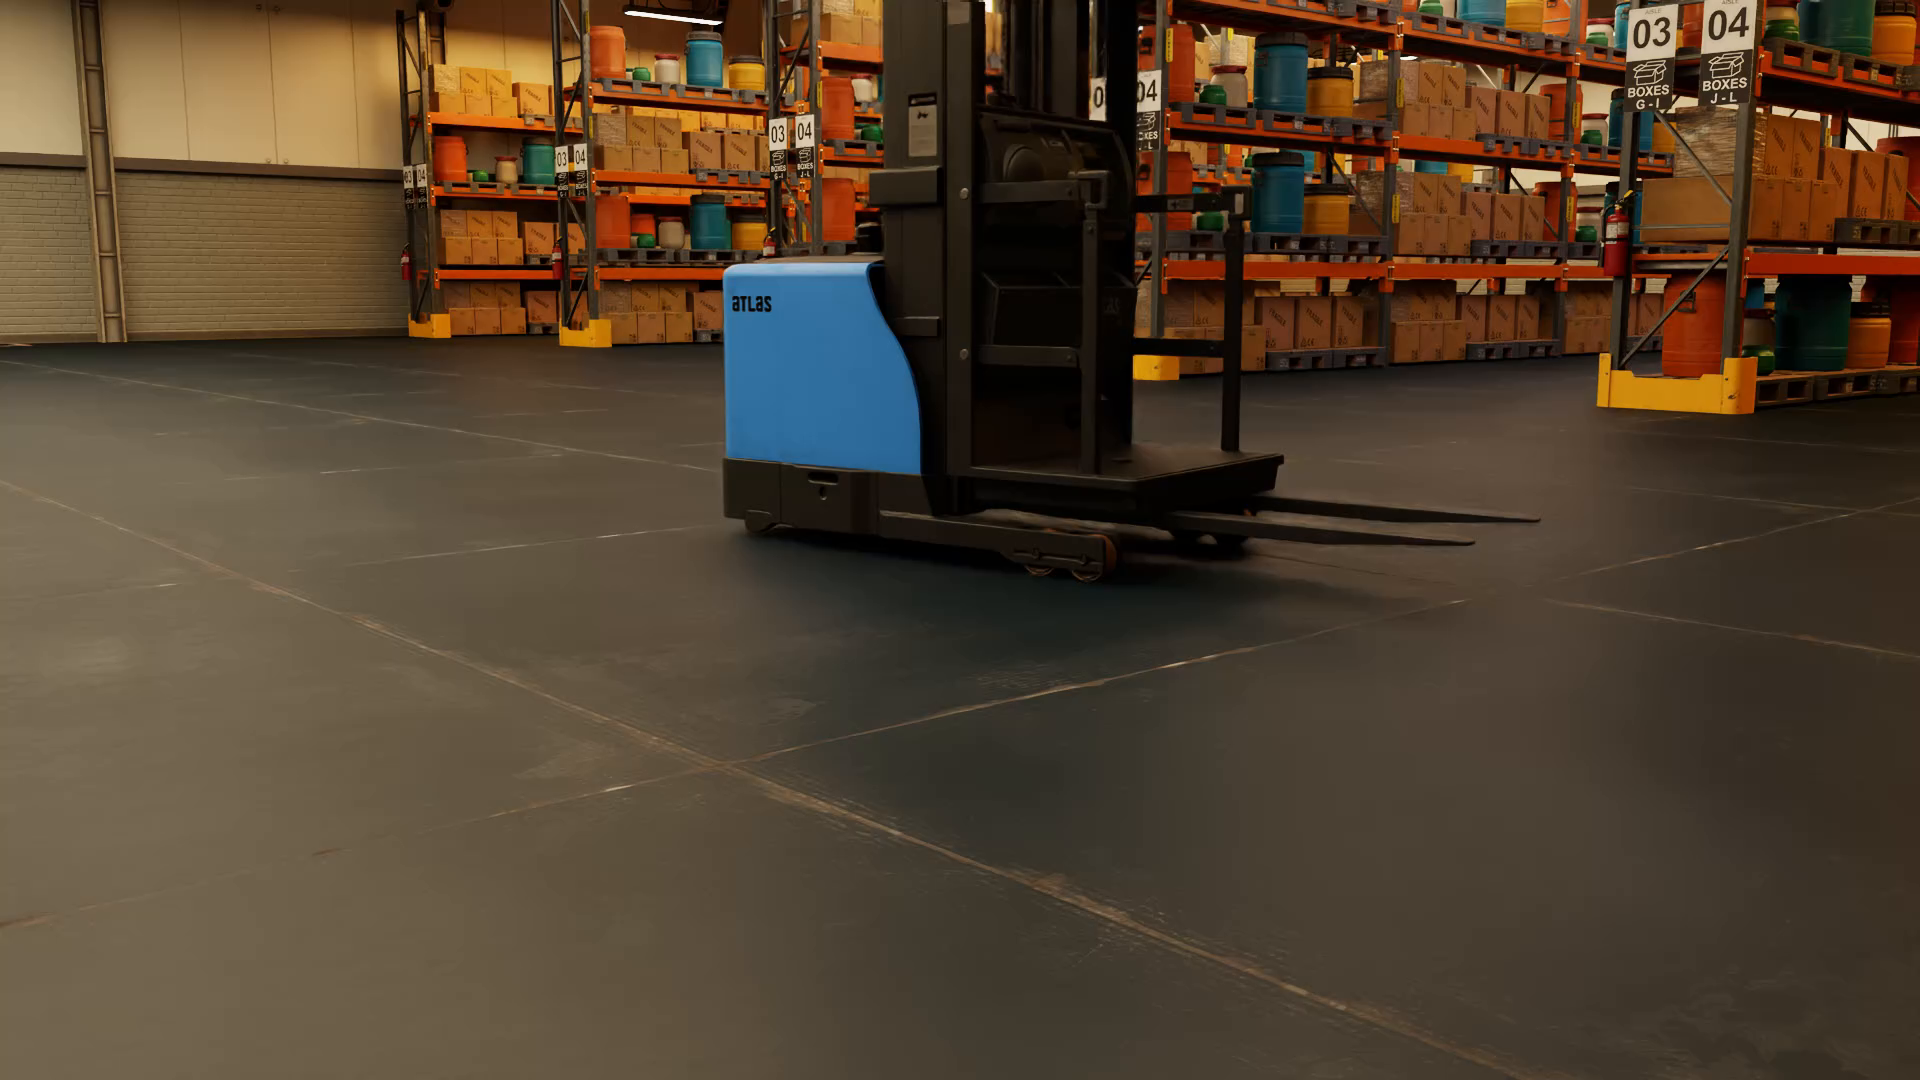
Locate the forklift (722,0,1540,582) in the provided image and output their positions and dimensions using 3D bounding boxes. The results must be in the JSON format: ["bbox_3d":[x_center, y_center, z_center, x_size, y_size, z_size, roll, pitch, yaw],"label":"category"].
[{"bbox_3d":[0.526,-1.397,5.986,3.031,2.935,1.130,7,11,37],"label":"forklift"}]
